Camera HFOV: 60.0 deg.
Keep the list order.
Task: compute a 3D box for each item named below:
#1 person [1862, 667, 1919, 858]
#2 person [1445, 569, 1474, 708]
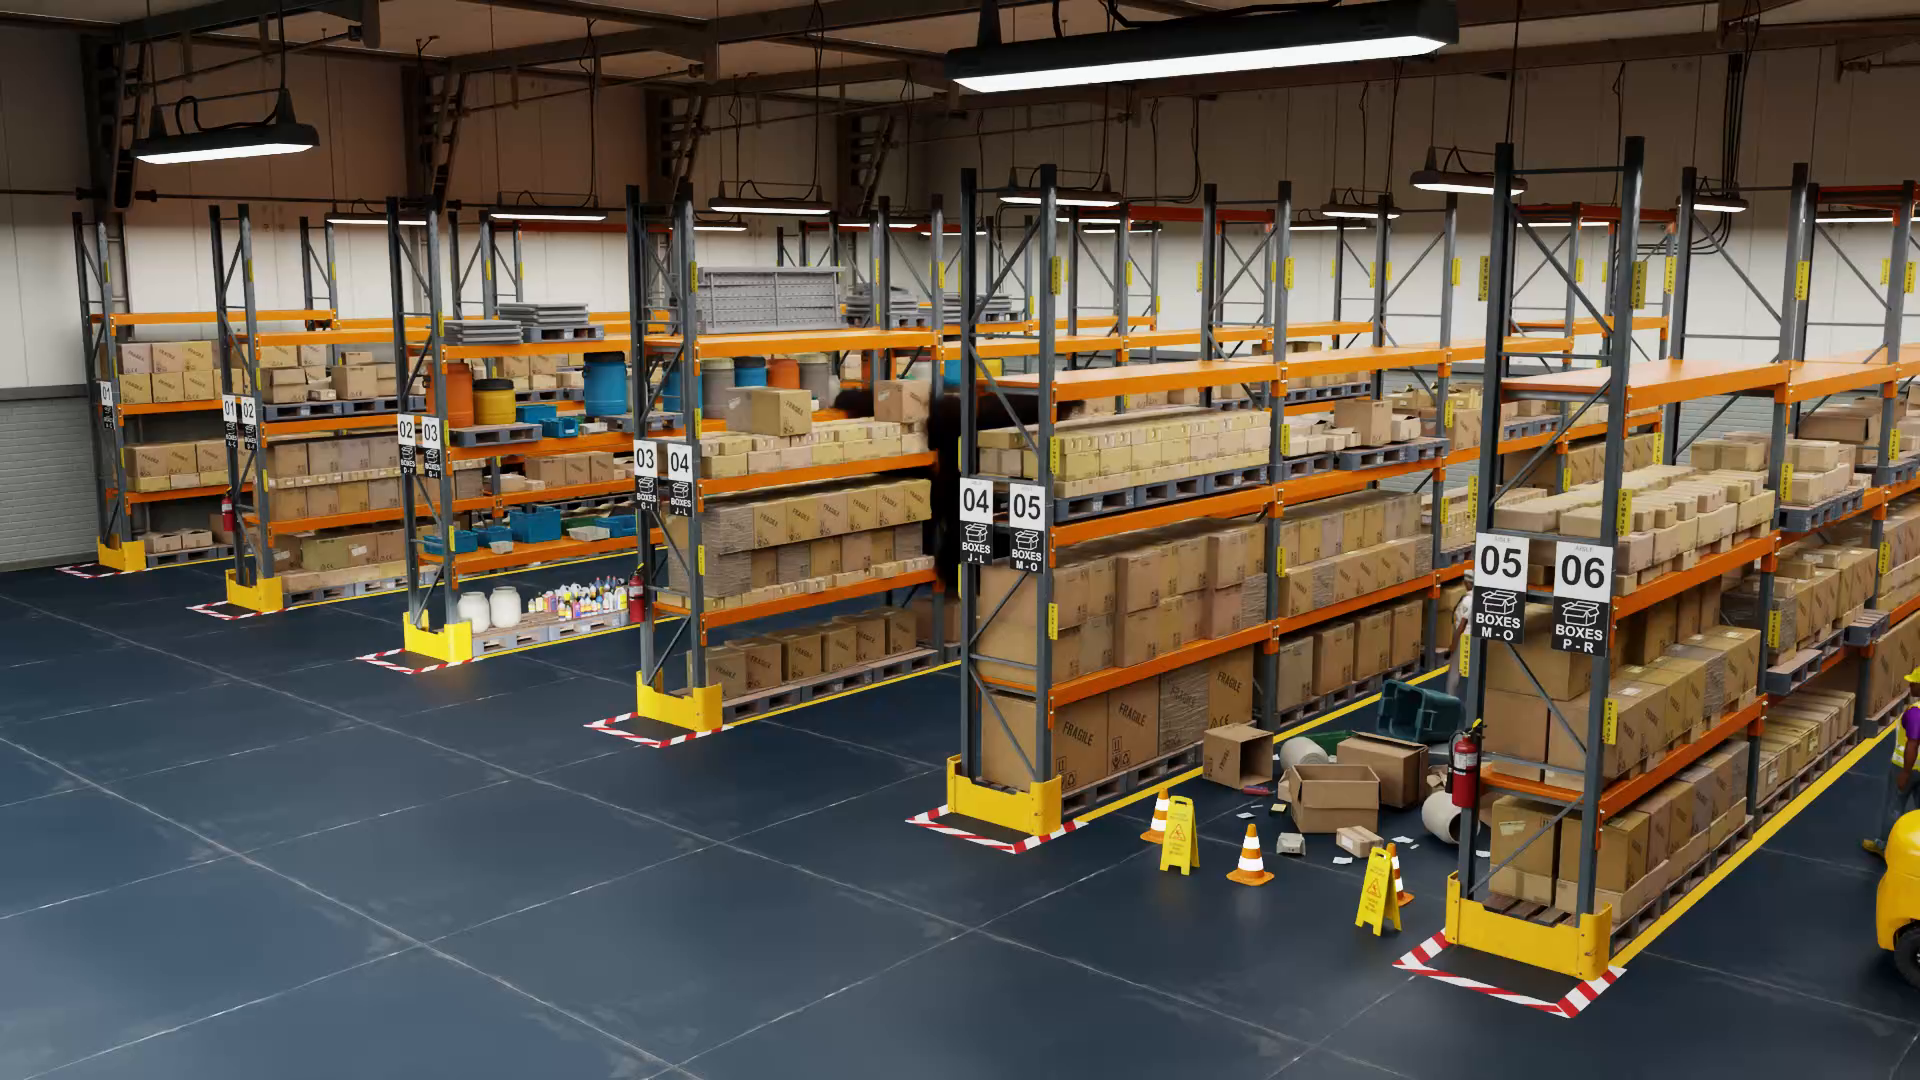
[{"bbox_3d":[8.266,1.929,14.381,0.541,1.761,0.686,0,9,-2],"label":"person"},{"bbox_3d":[5.869,1.170,19.293,0.543,1.674,0.427,-4,10,-21],"label":"person"}]
